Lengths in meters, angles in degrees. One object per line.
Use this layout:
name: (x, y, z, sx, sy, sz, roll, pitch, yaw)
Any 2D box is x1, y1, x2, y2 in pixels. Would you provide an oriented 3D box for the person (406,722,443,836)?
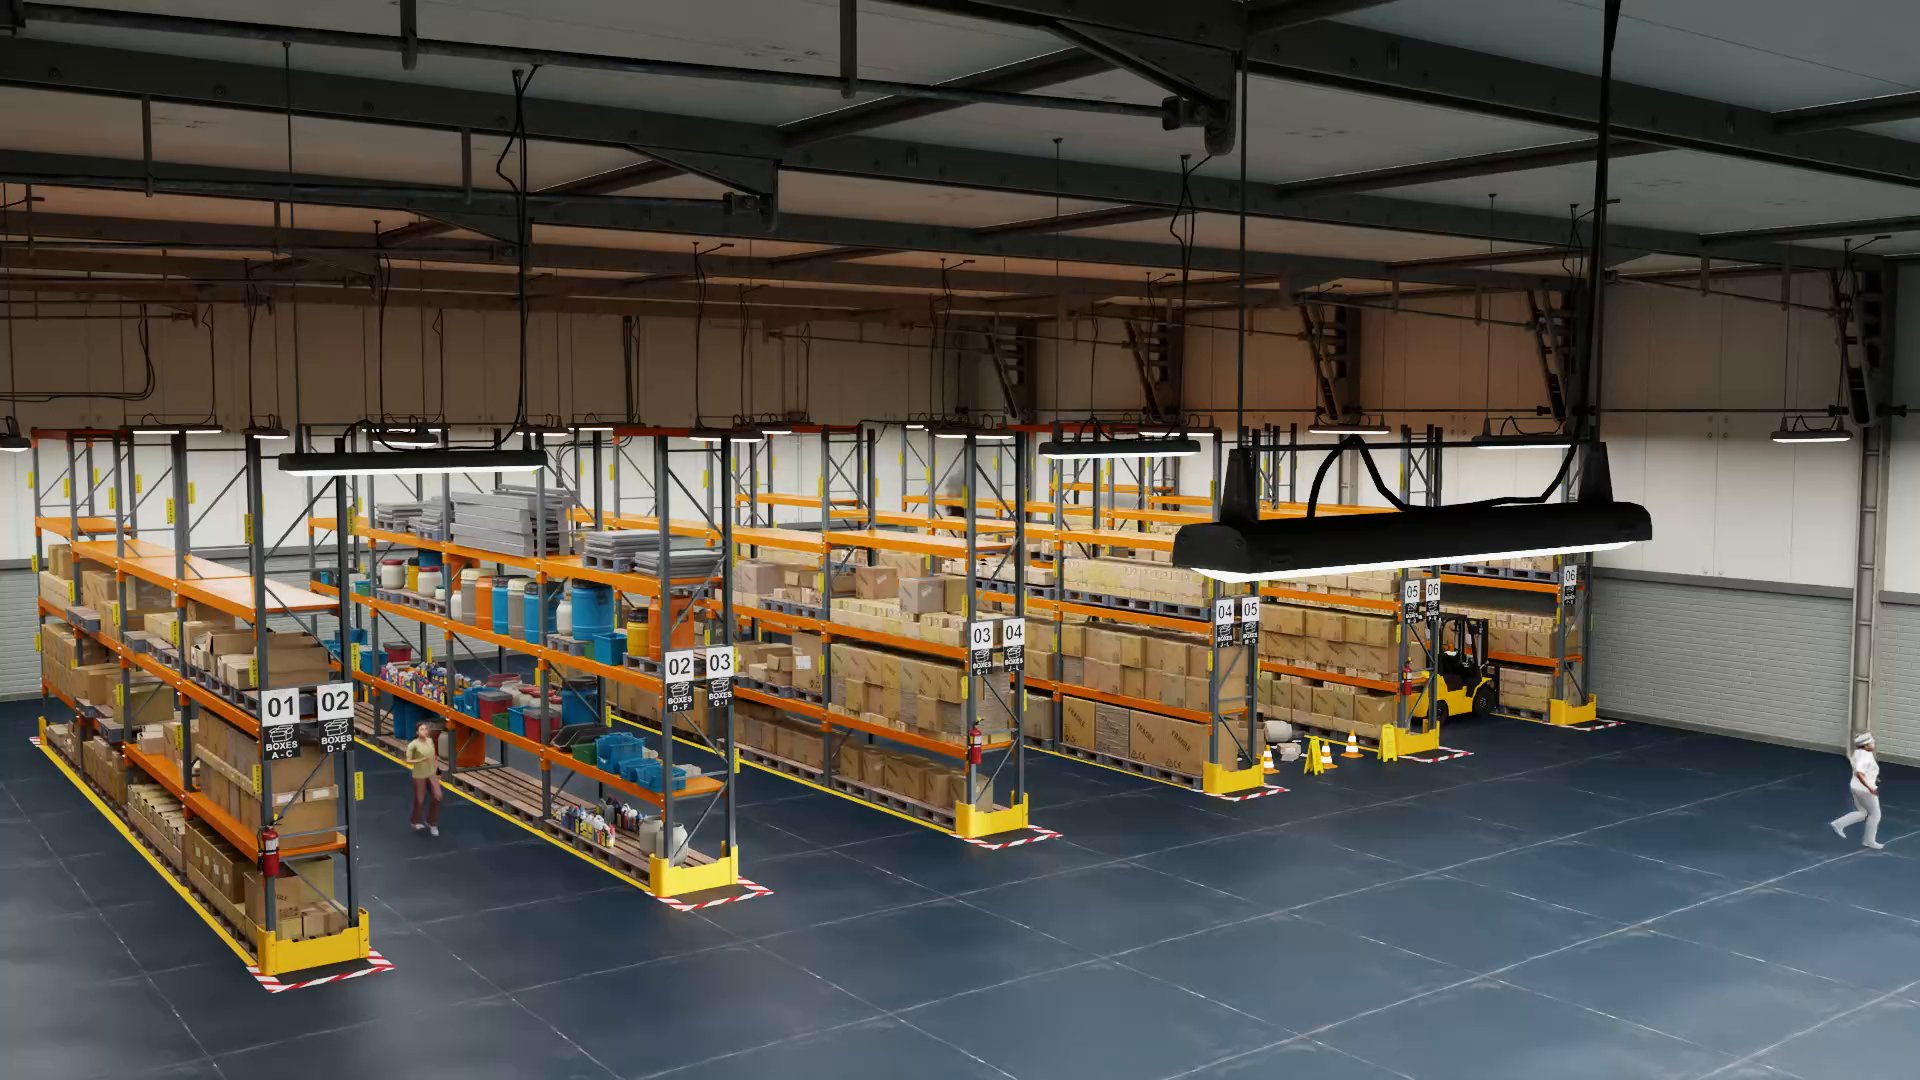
person: (-7.992, 3.554, 24.790, 0.669, 1.708, 0.558, 4, 6, 45)

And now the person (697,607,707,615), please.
person: (-6.311, 2.303, 40.738, 0.660, 1.727, 0.664, 2, 5, 28)

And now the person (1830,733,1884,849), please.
person: (13.027, 3.615, 24.072, 0.707, 1.696, 0.576, 1, 5, 10)
